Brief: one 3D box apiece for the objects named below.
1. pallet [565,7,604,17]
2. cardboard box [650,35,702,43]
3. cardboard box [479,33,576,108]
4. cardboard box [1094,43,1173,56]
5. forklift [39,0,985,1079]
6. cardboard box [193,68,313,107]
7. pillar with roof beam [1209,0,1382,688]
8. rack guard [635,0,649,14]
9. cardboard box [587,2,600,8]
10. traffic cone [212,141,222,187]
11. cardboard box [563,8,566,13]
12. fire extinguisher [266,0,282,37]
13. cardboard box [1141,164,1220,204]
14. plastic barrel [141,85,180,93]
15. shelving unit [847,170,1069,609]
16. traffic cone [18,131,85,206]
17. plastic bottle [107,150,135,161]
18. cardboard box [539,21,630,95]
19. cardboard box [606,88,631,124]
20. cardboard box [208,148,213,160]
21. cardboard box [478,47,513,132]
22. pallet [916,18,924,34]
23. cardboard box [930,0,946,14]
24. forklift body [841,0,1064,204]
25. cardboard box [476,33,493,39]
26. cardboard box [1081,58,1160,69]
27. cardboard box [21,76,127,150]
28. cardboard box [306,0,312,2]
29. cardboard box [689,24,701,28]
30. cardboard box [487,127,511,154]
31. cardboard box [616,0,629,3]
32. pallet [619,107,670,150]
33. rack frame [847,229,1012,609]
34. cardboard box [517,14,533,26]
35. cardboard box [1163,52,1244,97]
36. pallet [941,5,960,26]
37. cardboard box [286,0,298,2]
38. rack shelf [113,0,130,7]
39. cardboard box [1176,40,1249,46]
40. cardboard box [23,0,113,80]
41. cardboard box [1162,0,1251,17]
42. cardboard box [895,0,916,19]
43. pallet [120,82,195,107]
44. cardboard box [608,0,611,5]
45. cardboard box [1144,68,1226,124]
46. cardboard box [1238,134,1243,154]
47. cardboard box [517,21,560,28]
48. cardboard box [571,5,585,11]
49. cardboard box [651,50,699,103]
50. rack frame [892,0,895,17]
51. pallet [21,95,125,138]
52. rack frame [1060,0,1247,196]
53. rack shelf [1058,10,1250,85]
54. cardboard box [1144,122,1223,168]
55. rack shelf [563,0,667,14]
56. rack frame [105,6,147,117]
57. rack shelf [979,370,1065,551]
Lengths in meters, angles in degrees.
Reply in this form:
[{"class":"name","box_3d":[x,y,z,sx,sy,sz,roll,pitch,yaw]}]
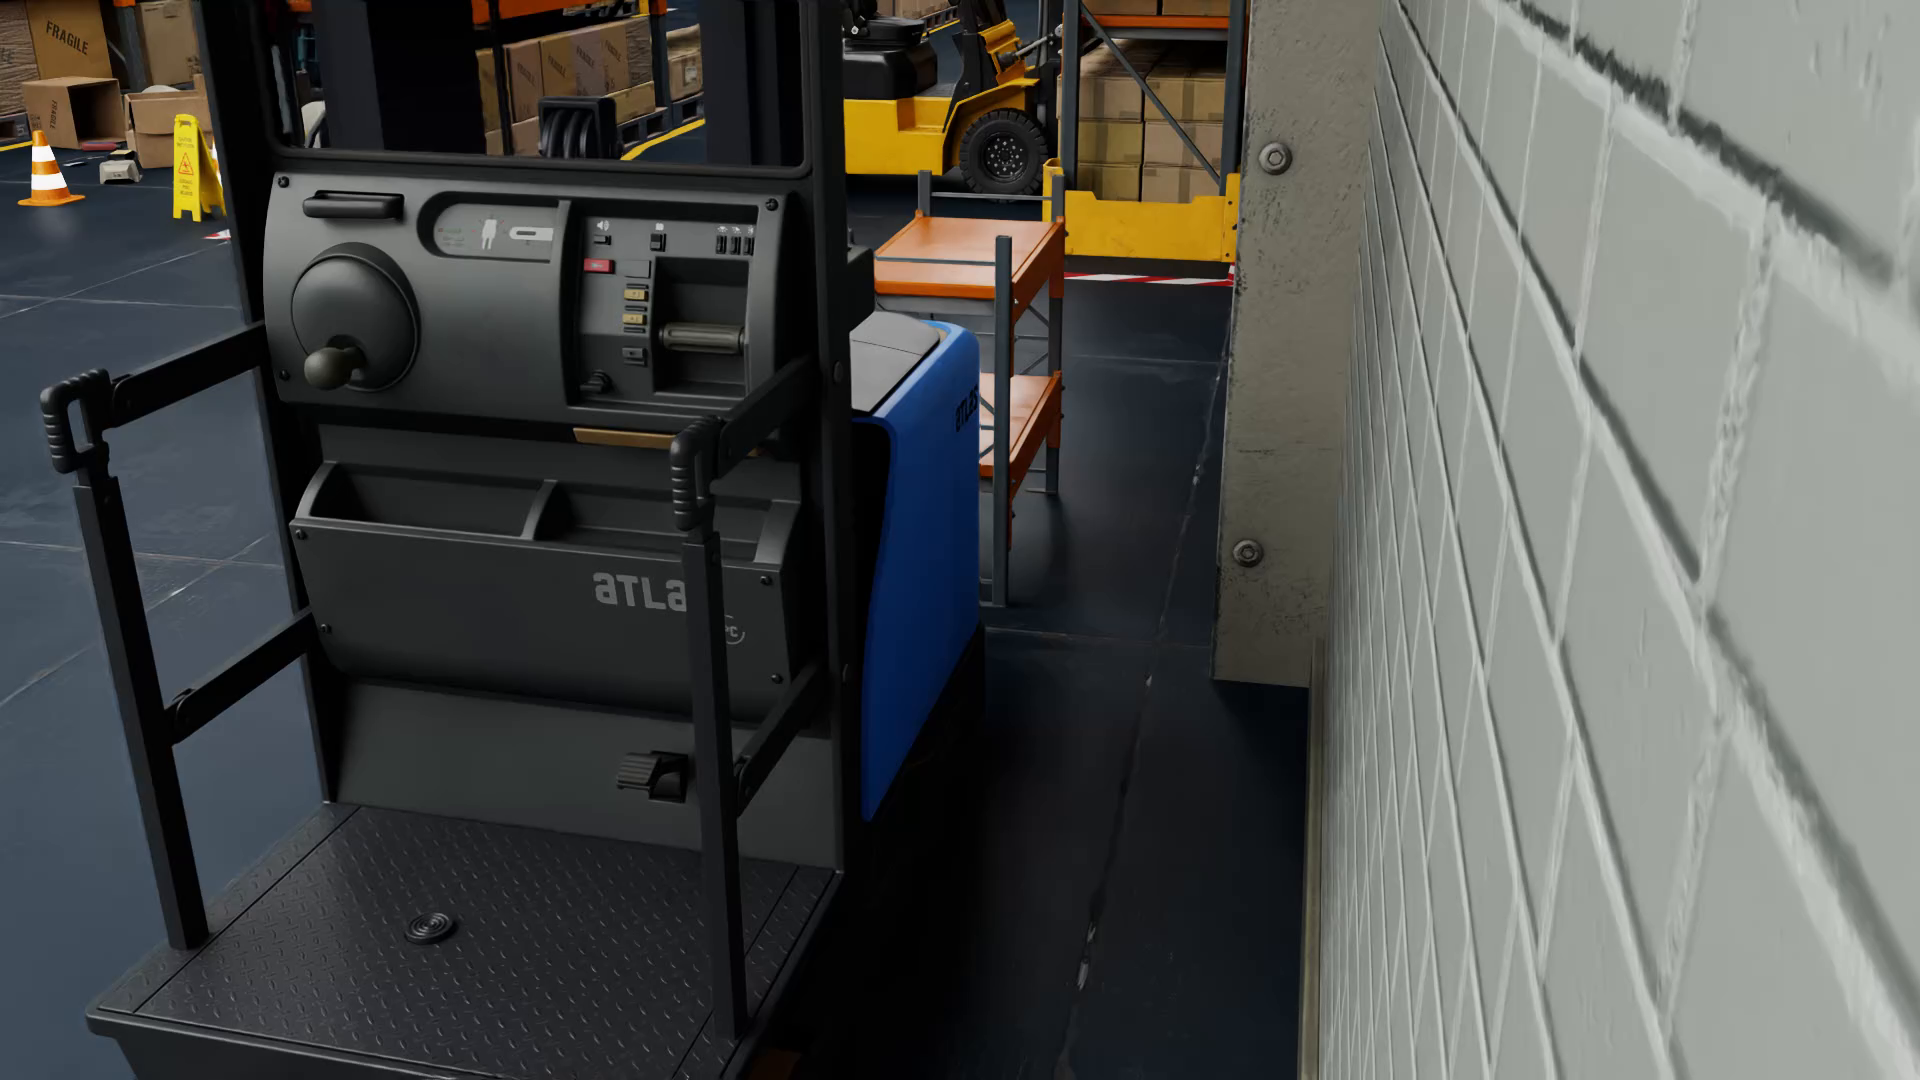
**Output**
[{"class":"pallet","box_3d":[-5.851,-7.588,24.090,1.003,0.211,1.213,4,22,11]},{"class":"cardboard box","box_3d":[-2.578,-4.605,15.906,0.950,0.372,0.625,5,23,13]},{"class":"cardboard box","box_3d":[-3.130,-3.380,12.026,0.500,0.500,0.500,5,22,12]},{"class":"cardboard box","box_3d":[1.169,-3.212,11.273,0.500,0.250,0.500,4,22,10]},{"class":"forklift","box_3d":[-0.782,-0.389,2.577,1.130,2.935,3.031,5,23,13]},{"class":"cardboard box","box_3d":[-5.719,-3.539,13.466,0.797,0.637,0.503,4,22,11]},{"class":"pillar with roof beam","box_3d":[-3.336,-4.182,3.871,9.100,9.000,0.400,4,22,11]},{"class":"rack guard","box_3d":[-5.399,-8.461,25.872,1.175,0.500,0.348,4,22,11]},{"class":"cardboard box","box_3d":[-5.482,-7.833,24.220,0.380,0.149,0.250,5,22,12]},{"class":"traffic cone","box_3d":[-4.957,-2.535,11.208,0.336,0.463,0.334,4,22,11]},{"class":"cardboard box","box_3d":[-5.754,-7.455,23.283,0.380,0.149,0.250,4,22,10]},{"class":"fire extinguisher","box_3d":[-4.256,-3.414,10.097,0.296,0.674,0.183,4,22,11]},{"class":"cardboard box","box_3d":[1.370,-2.163,10.008,0.500,0.250,0.500,5,22,11]},{"class":"plastic barrel","box_3d":[-6.562,-3.533,13.738,0.421,0.421,0.512,-16,27,-35]},{"class":"shelving unit","box_3d":[0.001,-0.524,5.329,0.538,1.125,1.048,4,22,11]},{"class":"traffic cone","box_3d":[-6.113,-2.495,11.109,0.336,0.463,0.334,4,22,11]},{"class":"plastic bottle","box_3d":[-6.452,-2.962,12.807,0.133,0.061,0.283,-3,22,-8]},{"class":"cardboard box","box_3d":[-2.926,-3.763,12.977,0.500,0.500,0.500,5,22,12]},{"class":"cardboard box","box_3d":[-2.922,-3.406,13.094,0.500,0.250,0.500,4,22,9]},{"class":"cardboard box","box_3d":[-5.492,-2.767,12.204,0.380,0.149,0.250,18,28,38]},{"class":"cardboard box","box_3d":[-3.342,-3.006,11.097,0.500,0.500,0.500,4,22,9]},{"class":"pallet","box_3d":[-1.102,-6.824,22.193,1.003,0.211,1.213,4,22,11]},{"class":"cardboard box","box_3d":[-0.732,-7.730,23.578,0.875,0.438,0.875,5,22,12]},{"class":"forklift body","box_3d":[-0.321,-3.518,11.389,2.313,2.155,1.214,4,22,11]},{"class":"cardboard box","box_3d":[-3.661,-3.411,12.103,0.500,0.500,0.500,4,22,10]},{"class":"cardboard box","box_3d":[0.965,-2.842,10.354,0.500,0.250,0.500,5,22,12]},{"class":"cardboard box","box_3d":[-7.144,-3.455,13.440,0.500,0.500,0.500,8,23,20]},{"class":"cardboard box","box_3d":[-3.915,-3.493,10.527,0.380,0.149,0.250,5,23,13]},{"class":"cardboard box","box_3d":[-2.275,-5.152,17.265,0.950,0.372,0.625,3,22,7]},{"class":"cardboard box","box_3d":[-3.347,-2.649,11.215,0.500,0.250,0.500,4,22,10]},{"class":"cardboard box","box_3d":[-5.240,-8.210,25.158,0.380,0.149,0.250,5,23,13]},{"class":"pallet","box_3d":[-3.068,-3.377,13.636,1.003,0.211,1.213,4,22,11]},{"class":"rack frame","box_3d":[-0.102,-0.338,4.867,0.500,1.125,0.032,4,22,11]},{"class":"cardboard box","box_3d":[-3.538,-4.063,12.852,0.380,0.149,0.250,5,23,13]},{"class":"cardboard box","box_3d":[1.572,-2.989,10.719,0.500,0.250,0.500,4,22,11]},{"class":"pallet","box_3d":[-0.604,-7.716,24.409,1.003,0.211,1.213,4,22,11]},{"class":"cardboard box","box_3d":[-7.403,-5.338,17.221,1.050,0.750,0.750,5,22,12]},{"class":"rack shelf","box_3d":[-8.240,-4.194,12.895,1.077,0.370,4.000,4,22,11]},{"class":"cardboard box","box_3d":[1.778,-3.360,11.641,0.500,0.250,0.500,5,22,11]},{"class":"cardboard box","box_3d":[-8.029,-4.244,14.338,0.875,0.875,0.875,5,22,12]},{"class":"cardboard box","box_3d":[1.451,-3.286,9.542,0.500,0.500,0.500,5,23,13]},{"class":"cardboard box","box_3d":[-1.100,-7.073,21.947,0.875,0.438,0.875,4,22,10]},{"class":"pallet","box_3d":[-7.749,-4.254,15.813,1.003,0.211,1.213,4,22,11]},{"class":"cardboard box","box_3d":[-5.416,-8.029,24.708,0.380,0.149,0.250,5,22,11]},{"class":"cardboard box","box_3d":[1.361,-2.624,9.812,0.500,0.250,0.500,4,22,10]},{"class":"cardboard box","box_3d":[1.591,-2.532,10.924,0.500,0.250,0.500,4,22,10]},{"class":"cardboard box","box_3d":[-3.448,-3.794,13.054,0.500,0.500,0.500,5,23,13]},{"class":"cardboard box","box_3d":[-5.586,-7.644,23.752,0.380,0.149,0.250,4,22,9]},{"class":"cardboard box","box_3d":[-2.861,-4.087,14.621,0.950,0.372,0.625,5,22,12]},{"class":"rack frame","box_3d":[-1.333,-7.845,20.997,1.000,3.000,0.127,4,22,11]},{"class":"pallet","box_3d":[-8.064,-3.694,14.422,1.003,0.211,1.213,4,22,11]},{"class":"rack frame","box_3d":[1.078,-3.079,9.163,1.000,3.000,0.127,4,22,11]},{"class":"rack shelf","box_3d":[1.486,-3.477,11.114,1.077,0.370,4.000,4,22,11]},{"class":"cardboard box","box_3d":[1.377,-2.387,9.893,0.500,0.250,0.500,5,22,12]},{"class":"rack shelf","box_3d":[-2.558,-5.317,15.682,1.077,0.370,4.000,4,22,11]},{"class":"rack frame","box_3d":[-7.832,-5.259,14.577,1.000,3.000,0.127,4,22,11]},{"class":"rack shelf","box_3d":[0.001,-0.297,5.420,0.538,0.278,1.000,4,22,11]}]
